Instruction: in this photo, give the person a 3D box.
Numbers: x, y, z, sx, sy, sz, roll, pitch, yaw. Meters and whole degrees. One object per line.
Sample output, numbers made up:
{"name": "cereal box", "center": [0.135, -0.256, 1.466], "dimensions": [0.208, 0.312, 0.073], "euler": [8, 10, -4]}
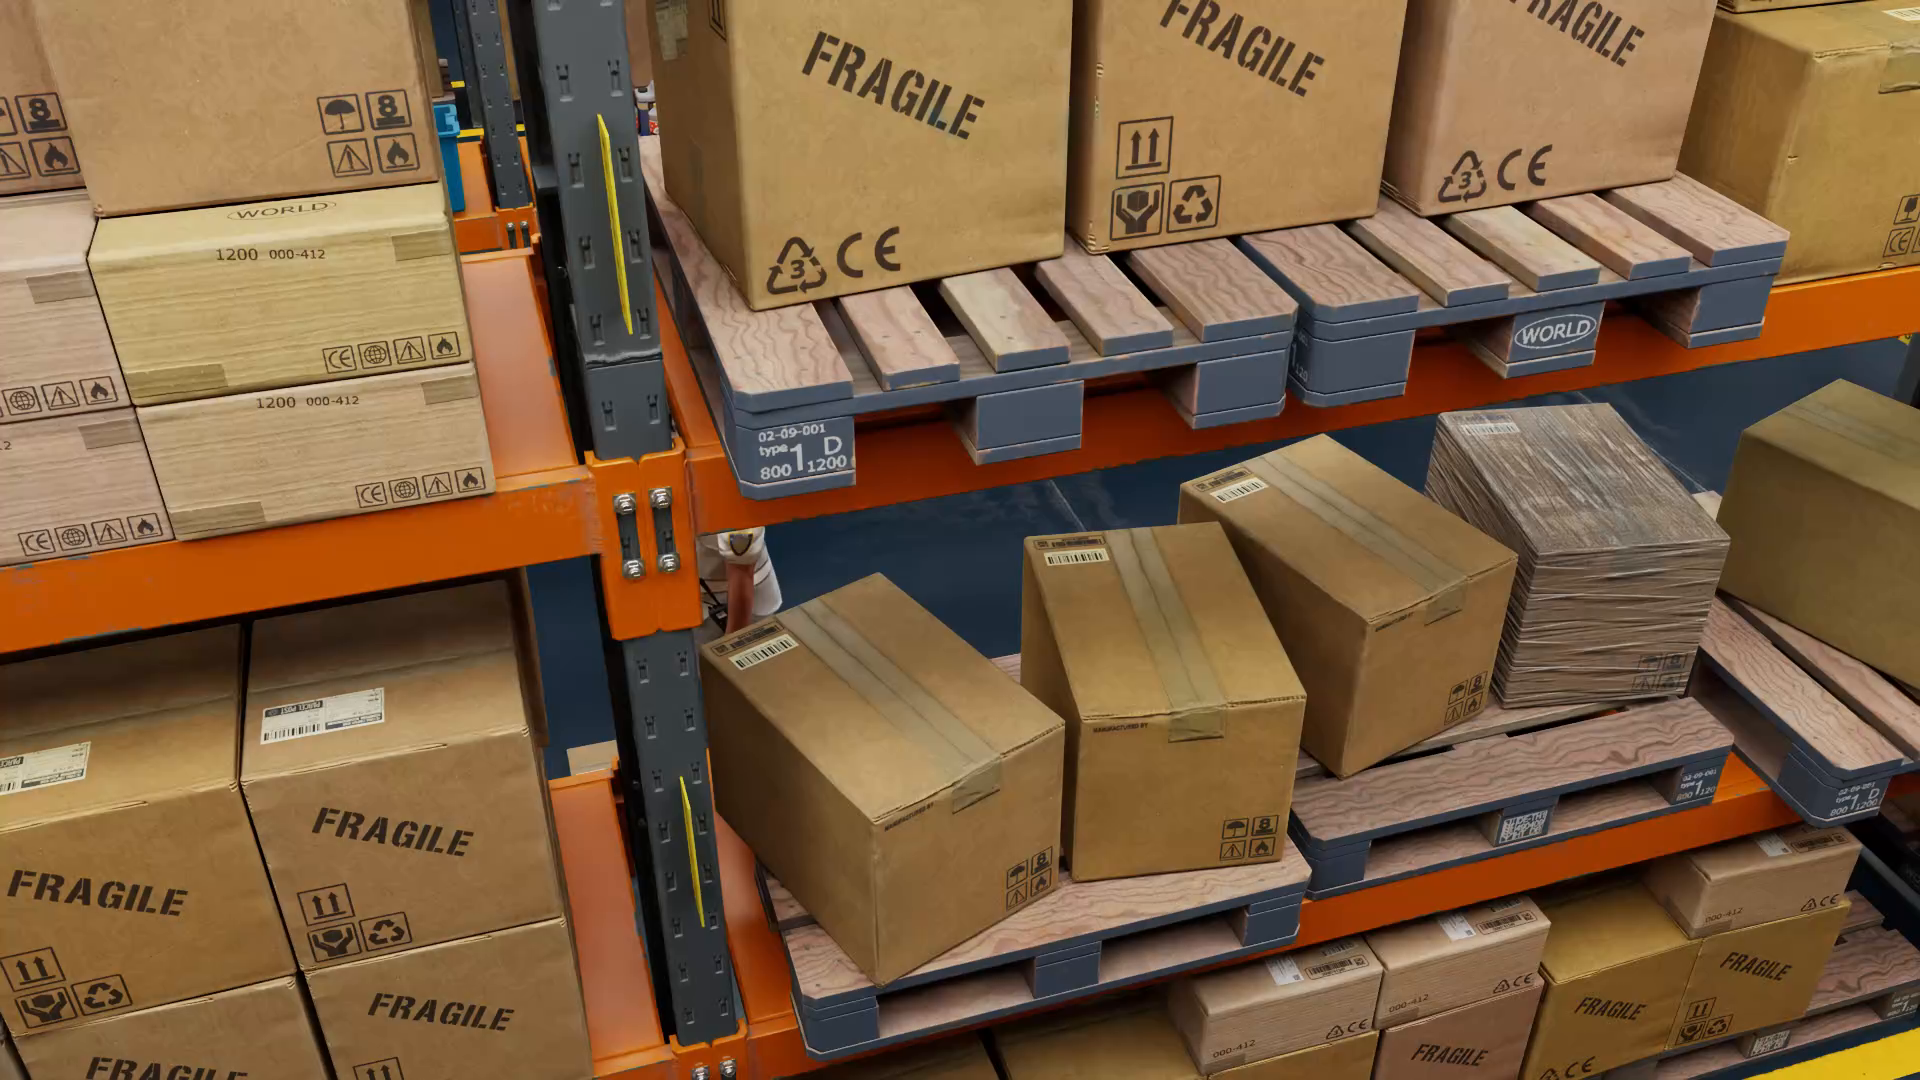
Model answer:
{"name": "person", "center": [-0.826, 0.229, 5.814], "dimensions": [0.393, 1.757, 0.529], "euler": [-9, 35, -14]}
